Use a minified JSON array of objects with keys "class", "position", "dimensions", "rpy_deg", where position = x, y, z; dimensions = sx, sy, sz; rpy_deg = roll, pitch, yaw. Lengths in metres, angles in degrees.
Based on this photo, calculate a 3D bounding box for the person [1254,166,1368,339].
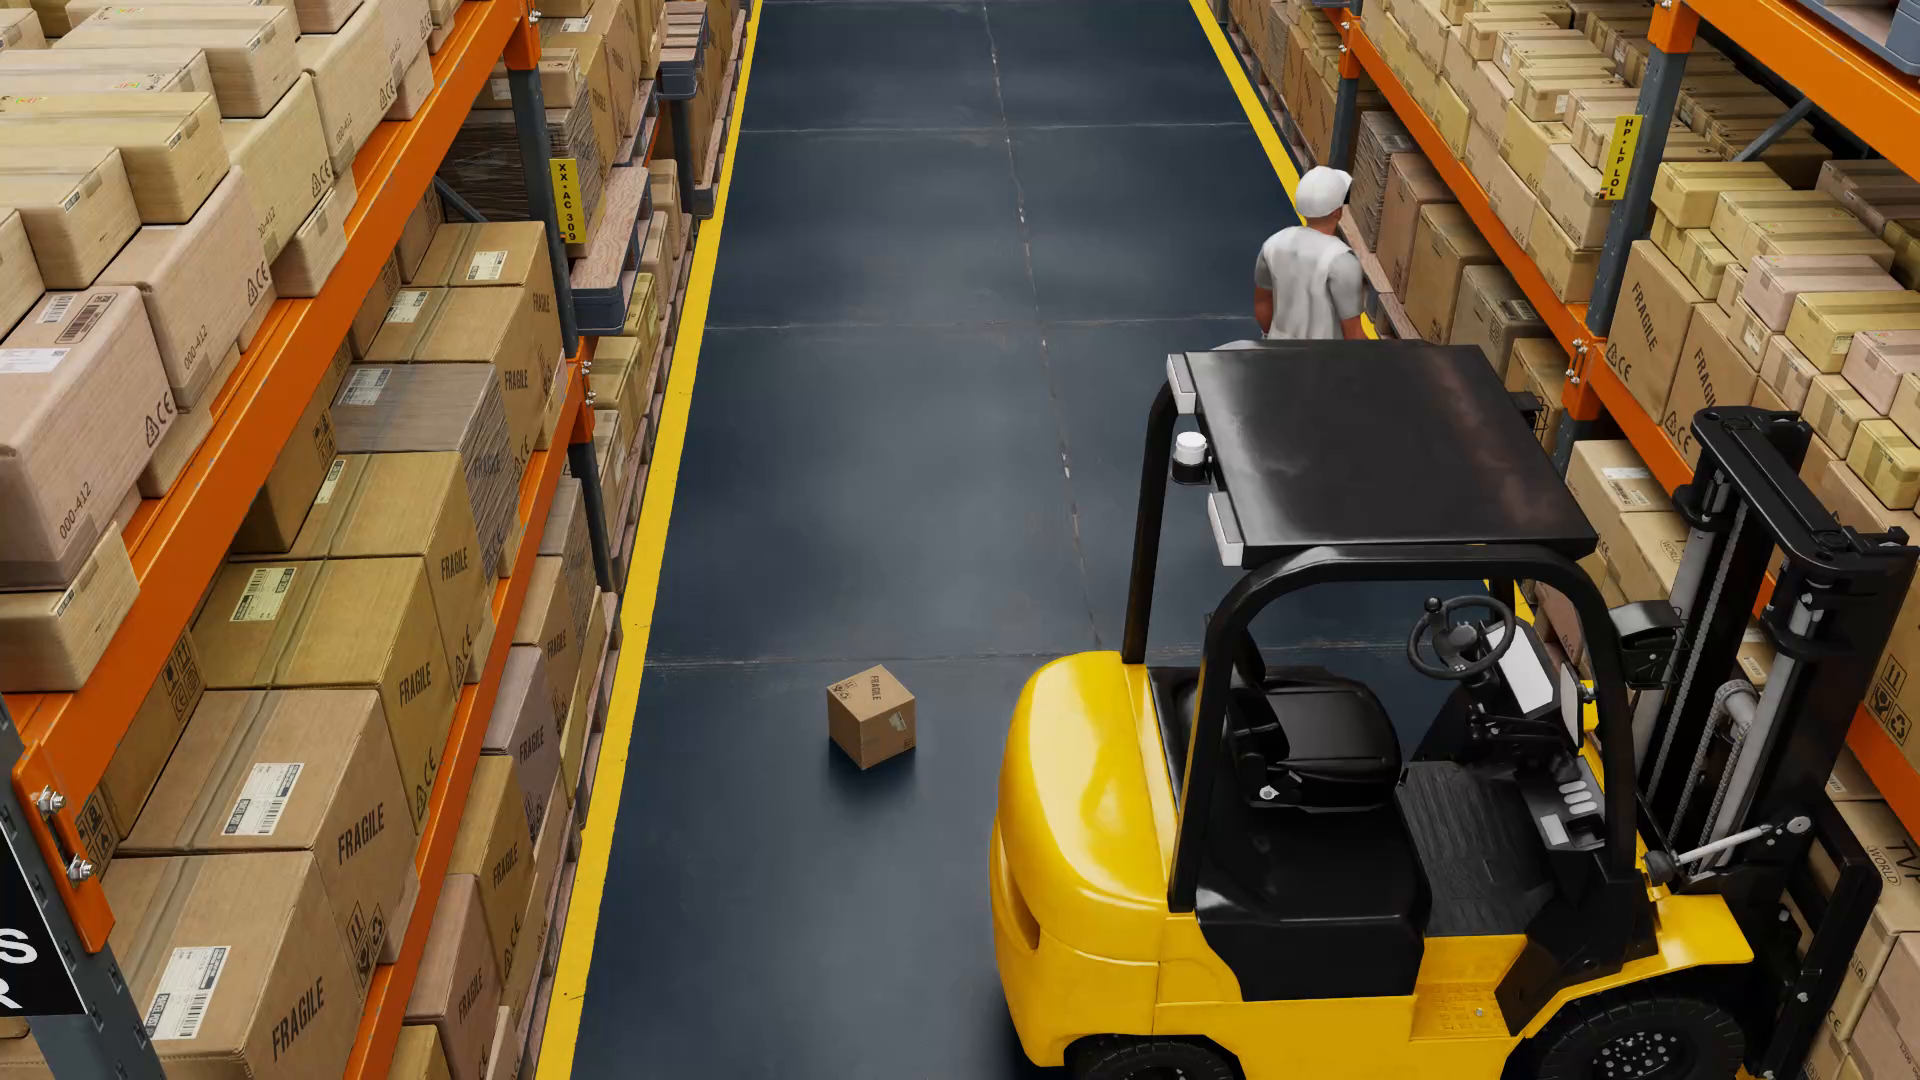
[{"class":"person","position":[1.597,-0.795,7.244],"dimensions":[0.564,1.787,0.637],"rpy_deg":[-25,42,-31]}]
